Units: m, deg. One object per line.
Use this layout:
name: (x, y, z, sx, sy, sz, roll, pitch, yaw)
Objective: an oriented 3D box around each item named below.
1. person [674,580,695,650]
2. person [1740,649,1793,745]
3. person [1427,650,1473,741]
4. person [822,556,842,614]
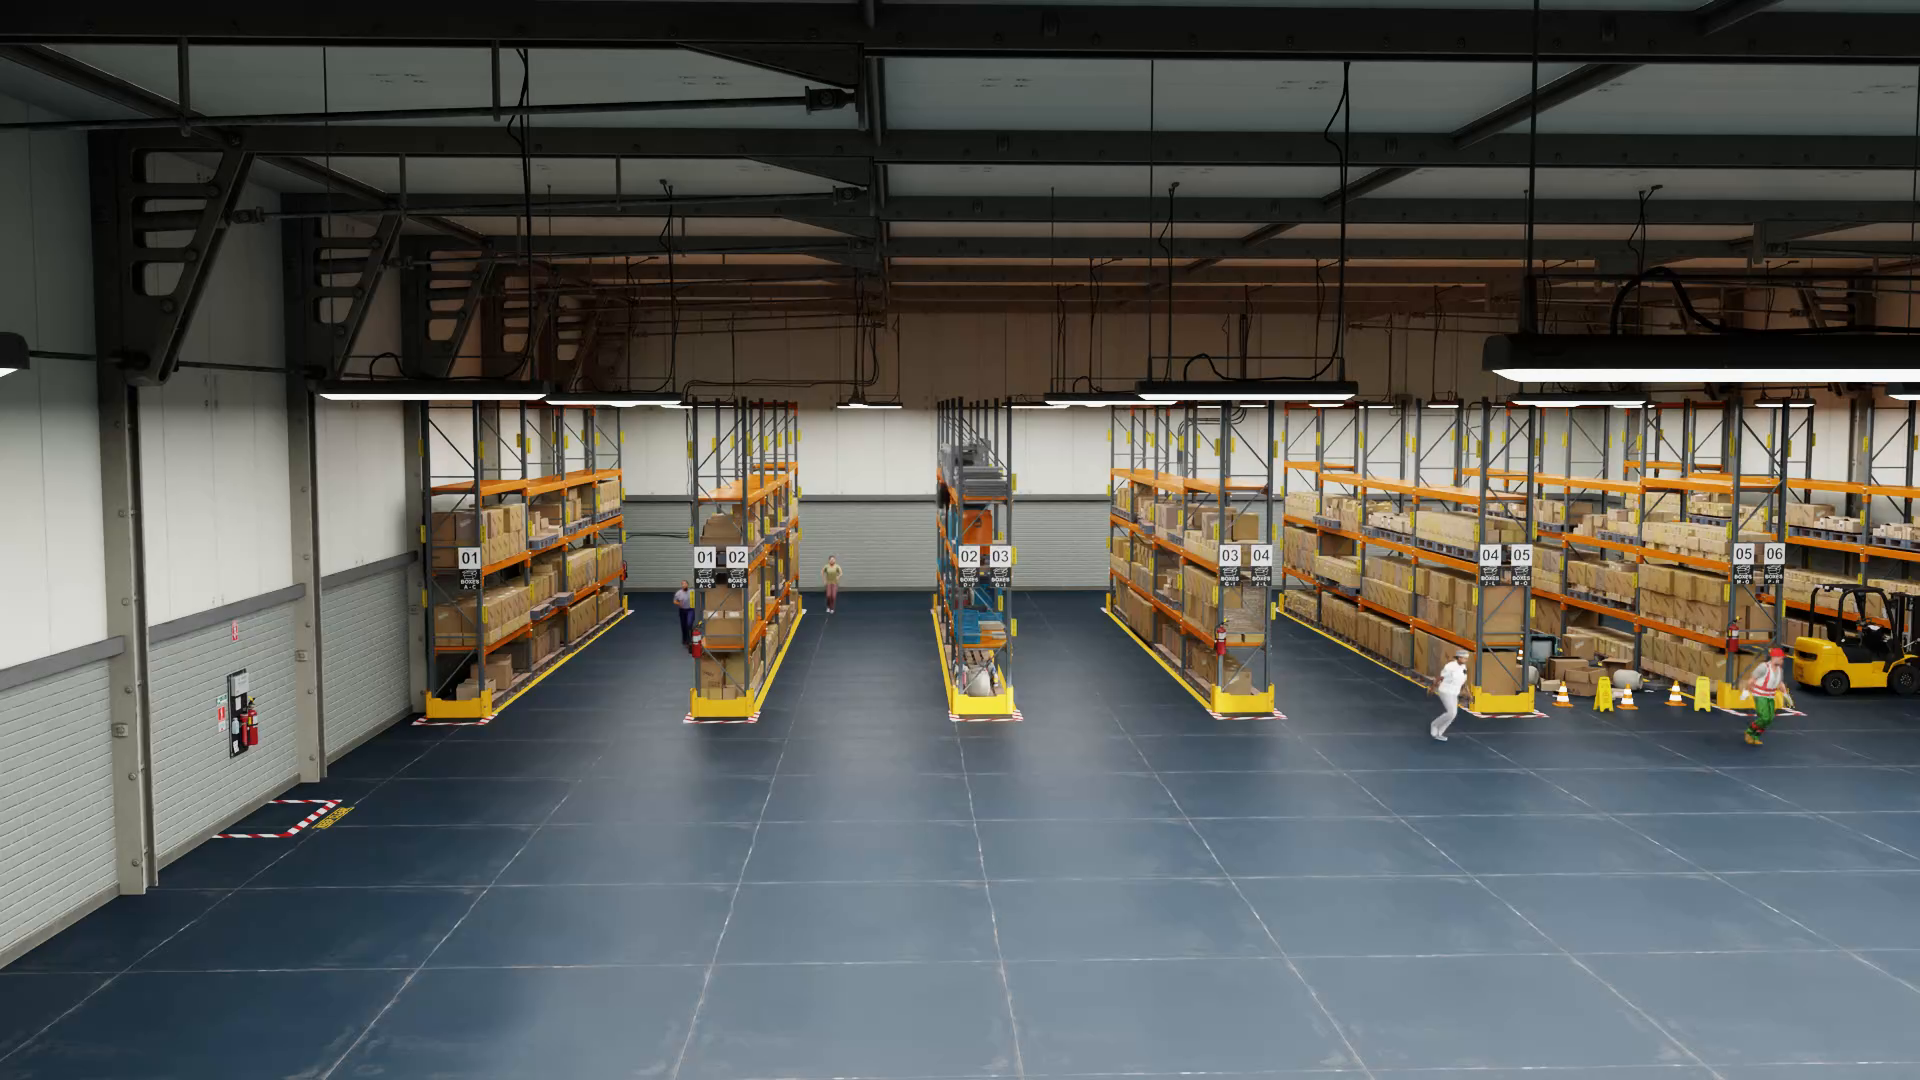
person: (-6.614, 1.797, 40.313, 0.596, 1.690, 0.901, 0, 4, 4)
person: (13.719, 2.674, 28.299, 0.633, 1.697, 0.646, -2, 5, -22)
person: (8.527, 2.693, 28.925, 0.604, 1.584, 0.703, -4, 6, -40)
person: (-3.616, 1.262, 47.065, 0.584, 1.648, 0.615, -1, 4, -7)
